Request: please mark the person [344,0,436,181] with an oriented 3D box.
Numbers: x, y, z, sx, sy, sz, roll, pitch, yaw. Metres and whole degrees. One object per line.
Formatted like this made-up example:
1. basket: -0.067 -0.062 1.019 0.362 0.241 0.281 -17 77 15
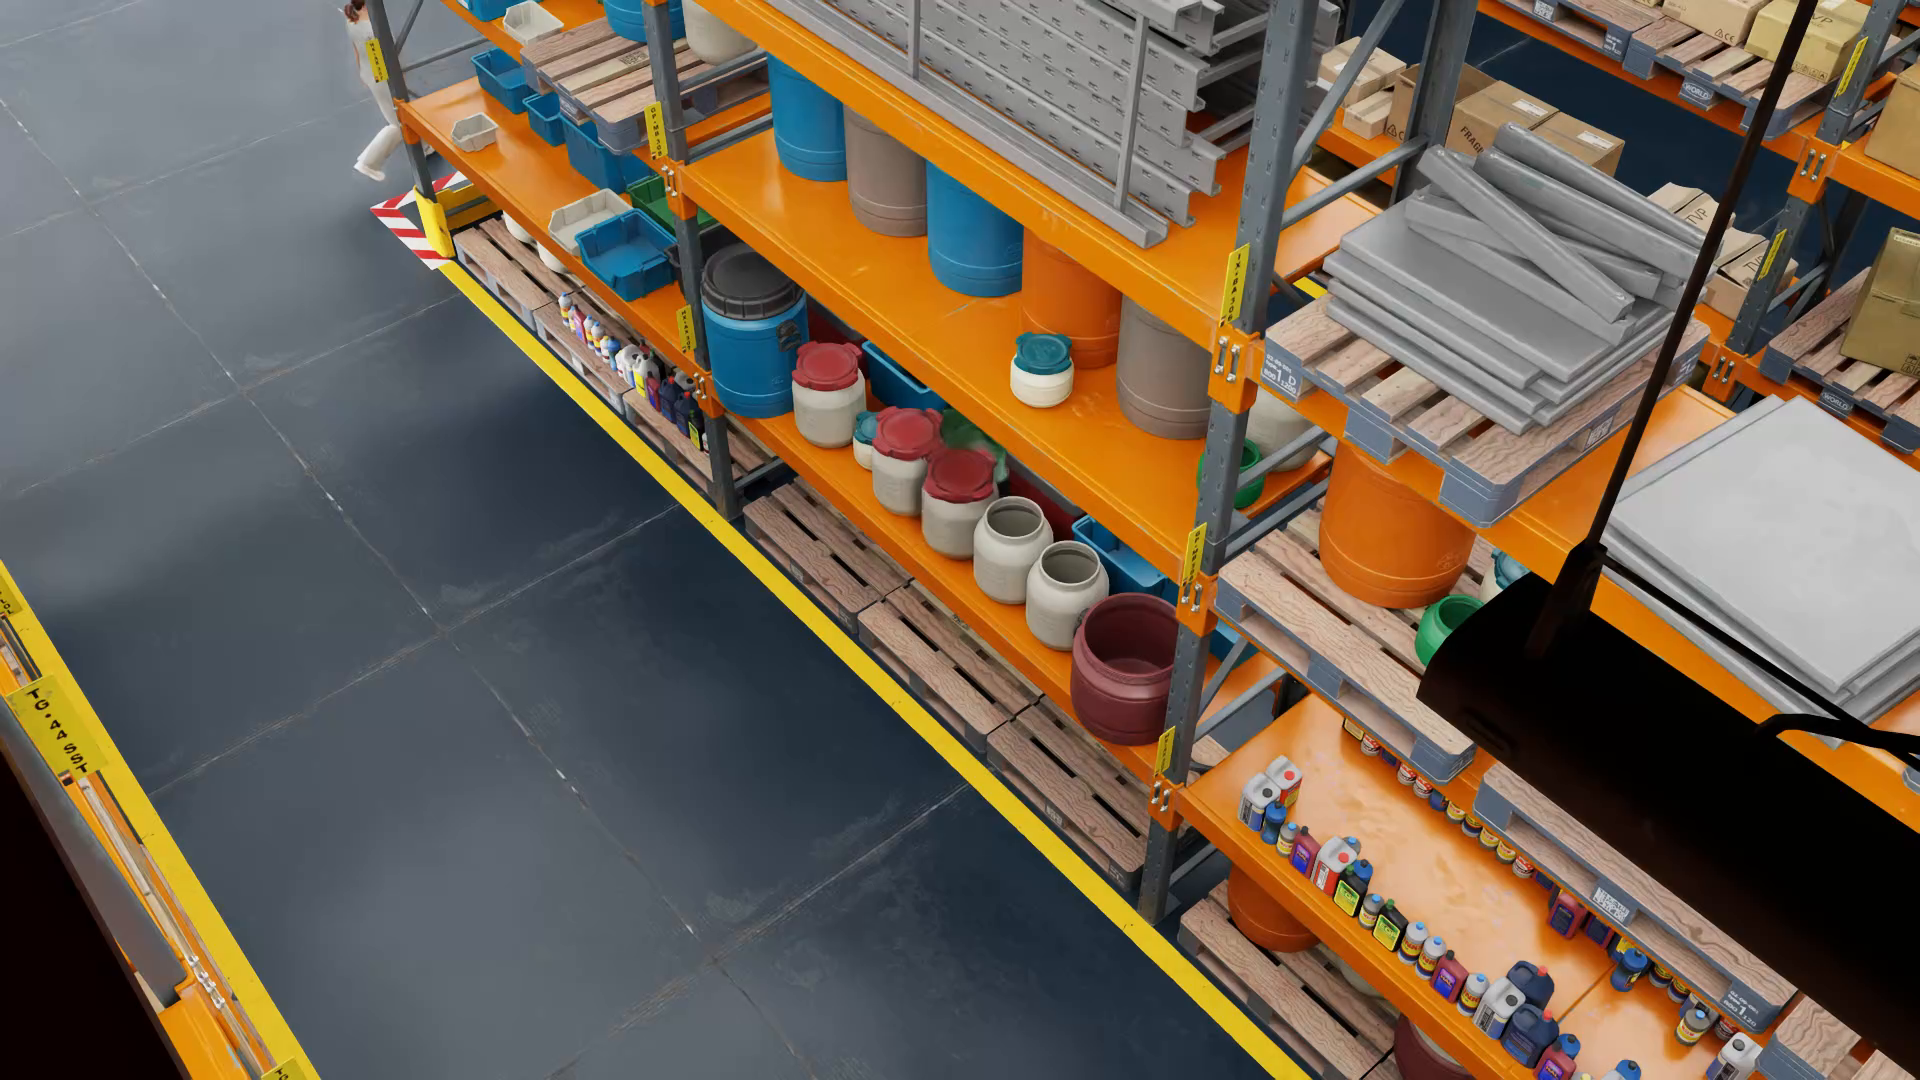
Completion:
1. person: -4.667 -3.664 13.324 0.824 1.651 0.536 -33 55 -27
